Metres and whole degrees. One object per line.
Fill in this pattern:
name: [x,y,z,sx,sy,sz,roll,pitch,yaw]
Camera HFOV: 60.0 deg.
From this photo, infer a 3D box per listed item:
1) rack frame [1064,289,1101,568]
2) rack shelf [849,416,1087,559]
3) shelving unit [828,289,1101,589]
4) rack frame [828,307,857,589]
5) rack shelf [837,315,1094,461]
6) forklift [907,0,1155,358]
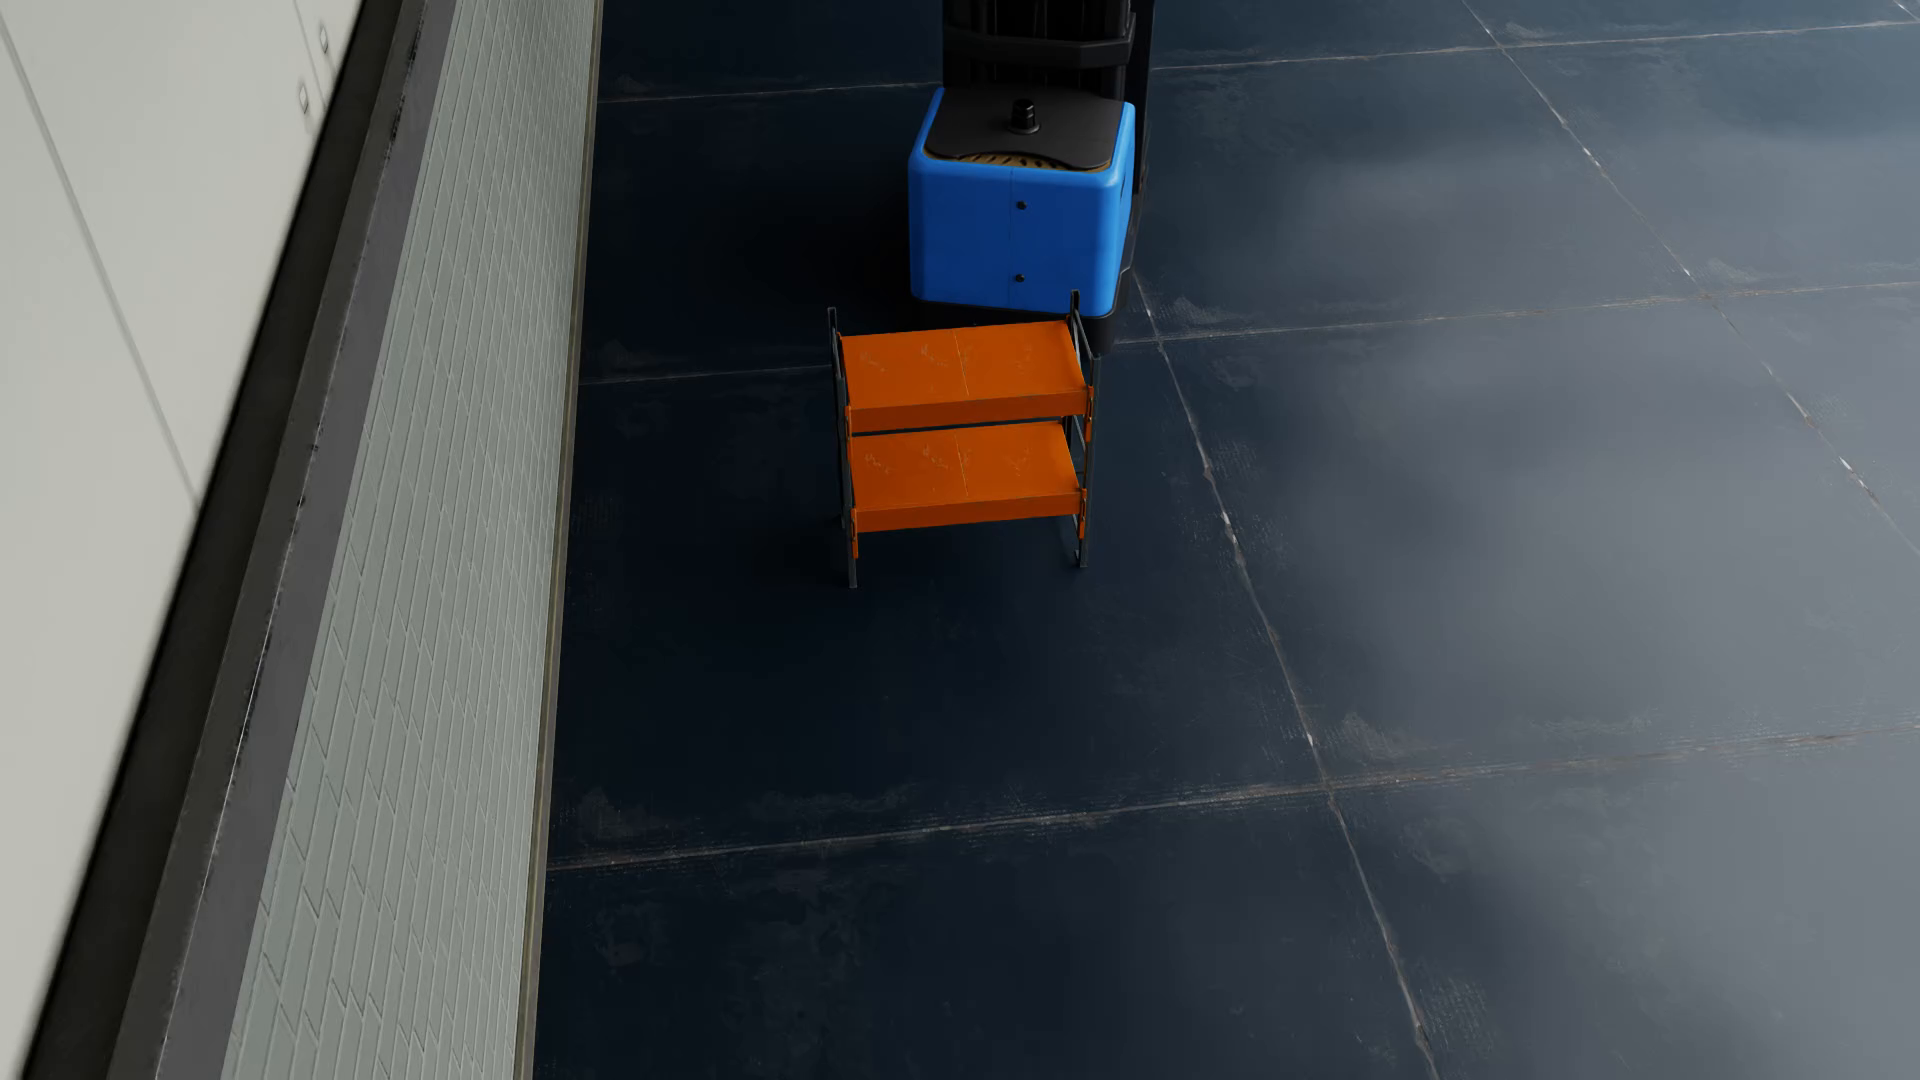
rack frame: [0.511,-0.462,7.138,0.032,1.125,0.500,-5,42,-6]
rack shelf: [0.007,-0.237,7.253,1.000,0.278,0.538,-5,42,-6]
shelving unit: [0.007,-0.418,7.089,1.048,1.125,0.538,-5,42,-6]
rack frame: [-0.497,-0.374,7.040,0.032,1.125,0.500,-5,42,-6]
rack shelf: [0.007,-0.636,6.893,1.000,0.278,0.538,-5,42,-6]
forklift: [0.494,-3.000,8.603,1.130,2.935,3.031,7,42,7]
